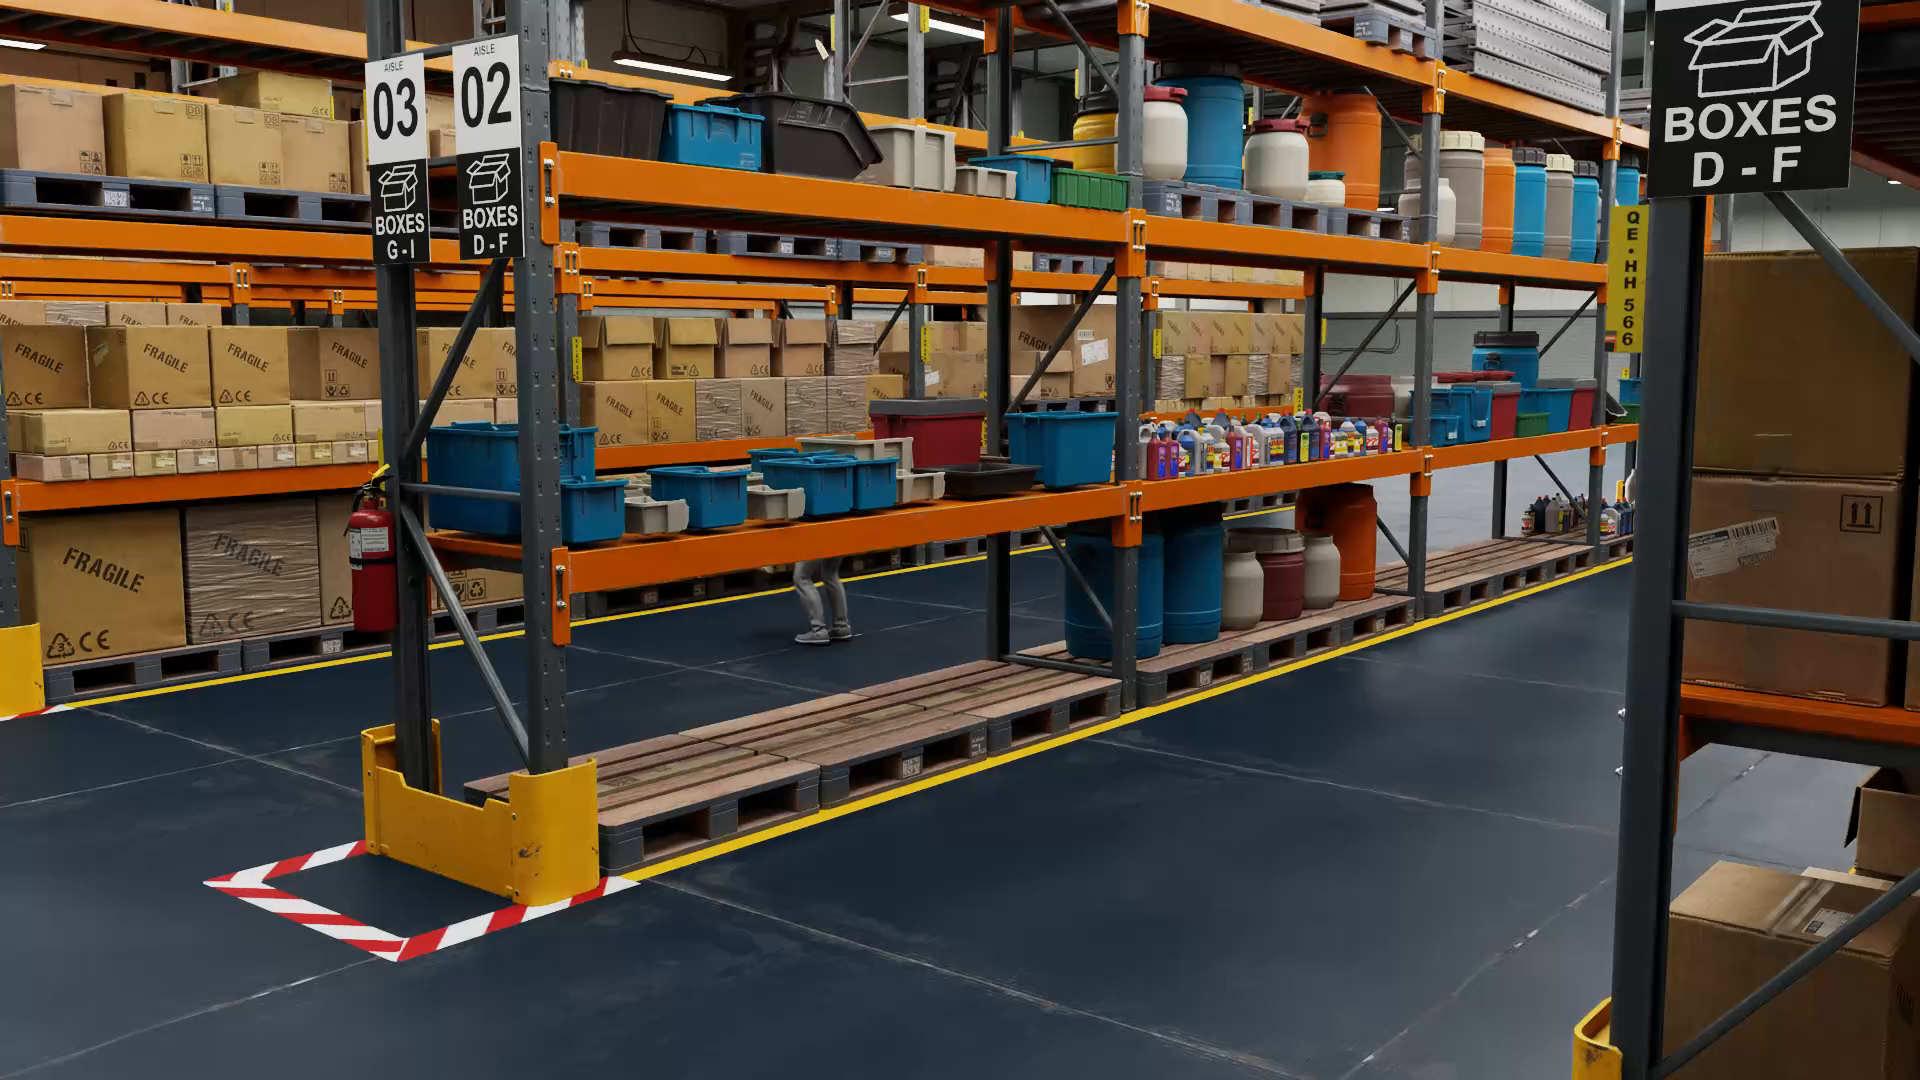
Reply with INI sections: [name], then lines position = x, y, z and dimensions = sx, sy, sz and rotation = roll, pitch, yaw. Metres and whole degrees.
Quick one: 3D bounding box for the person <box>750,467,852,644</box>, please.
[person]
position = -1.121, 0.048, 11.786
dimensions = 0.866, 1.326, 0.421
rotation = 5, 8, 37
